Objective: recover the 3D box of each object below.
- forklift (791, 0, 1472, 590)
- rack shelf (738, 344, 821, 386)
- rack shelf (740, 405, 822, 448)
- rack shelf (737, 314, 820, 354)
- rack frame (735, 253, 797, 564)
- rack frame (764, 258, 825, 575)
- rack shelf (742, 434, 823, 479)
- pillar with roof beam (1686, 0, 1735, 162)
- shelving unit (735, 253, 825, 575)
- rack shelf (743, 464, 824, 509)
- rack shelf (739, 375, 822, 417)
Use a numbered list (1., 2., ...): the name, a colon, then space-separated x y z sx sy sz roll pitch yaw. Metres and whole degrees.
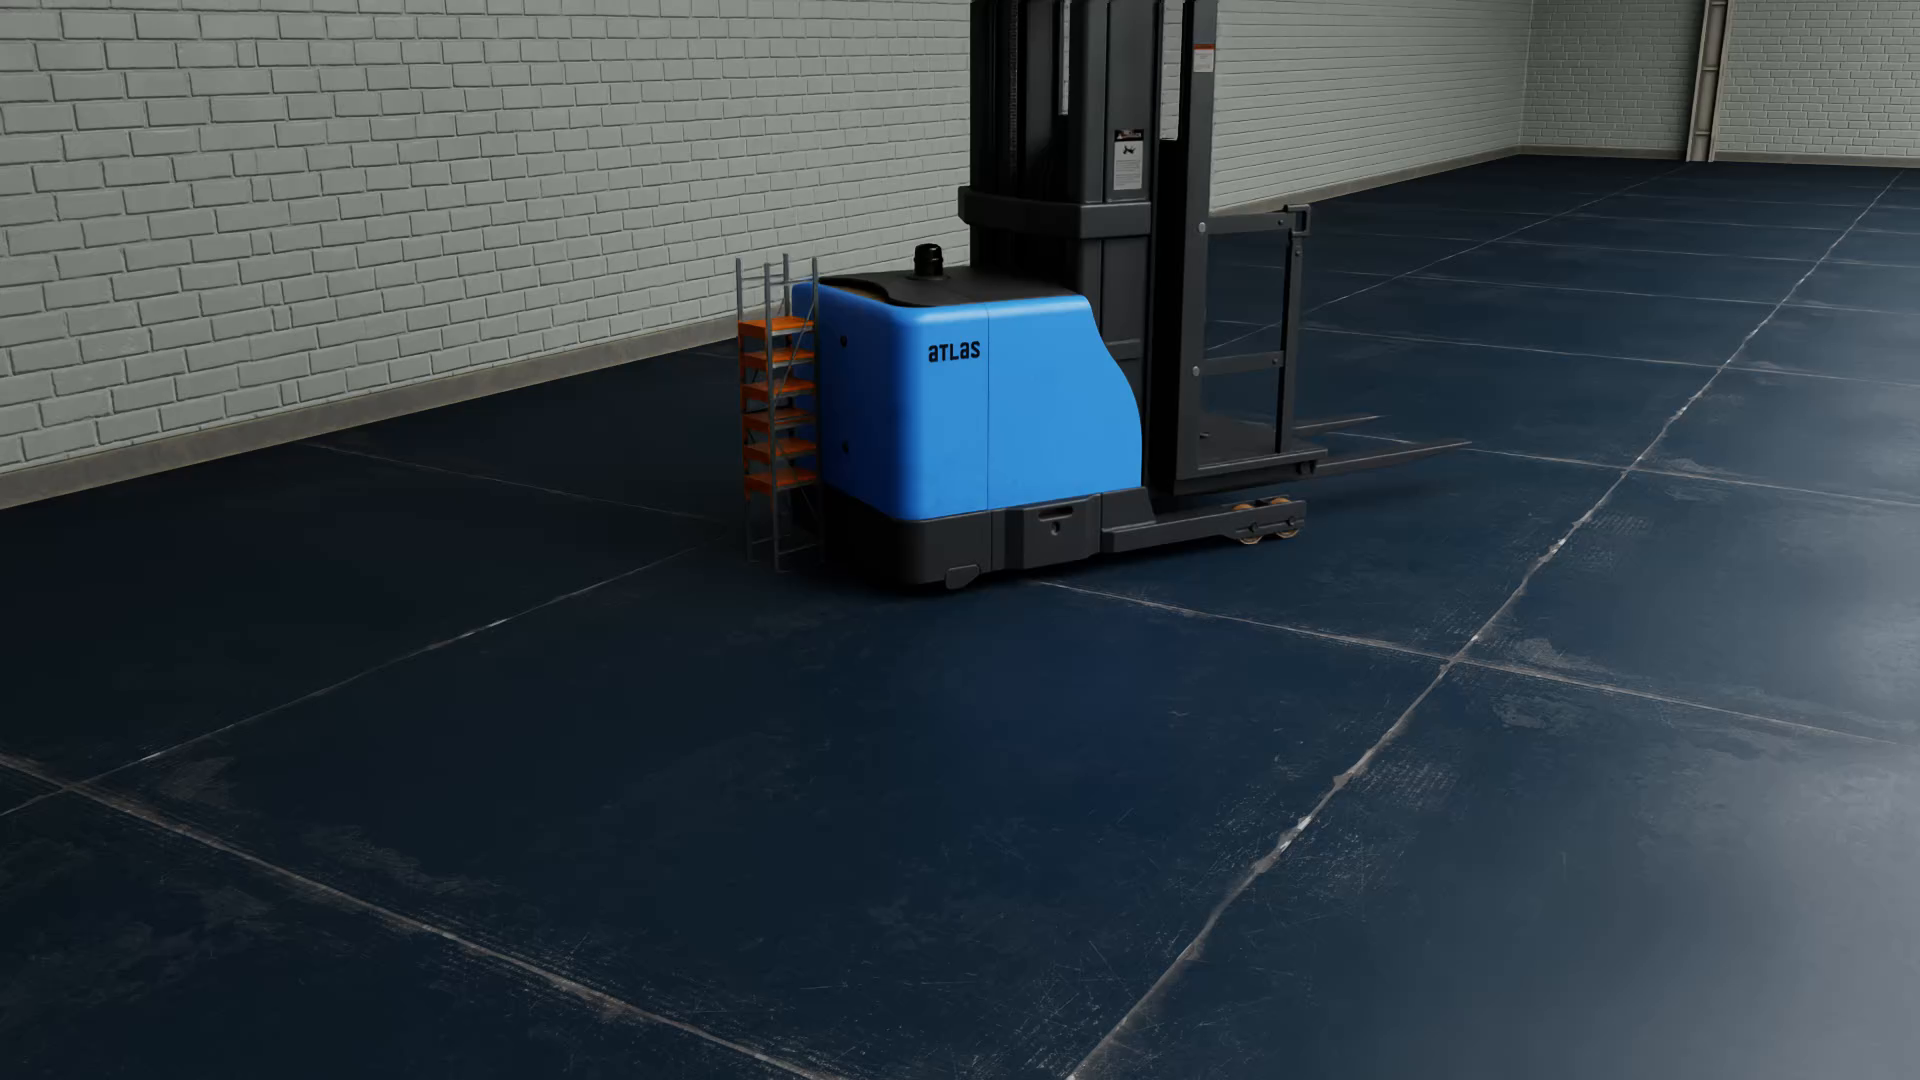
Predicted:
1. forklift: 0.855 -1.506 6.797 3.031 2.935 1.130 -9 19 -28
2. rack shelf: -0.688 -0.670 6.350 0.258 0.103 0.180 -15 22 -40
3. rack shelf: -0.688 -0.440 6.419 0.258 0.103 0.180 -15 22 -40
4. rack shelf: -0.688 -0.785 6.315 0.258 0.103 0.180 -15 22 -40
5. rack frame: -0.749 -0.503 6.472 0.240 1.200 0.006 -15 22 -40
6. rack frame: -0.627 -0.463 6.341 0.240 1.200 0.006 -15 22 -40
7. rack shelf: -0.688 -0.325 6.454 0.258 0.103 0.180 -15 22 -40
8. pillar with roof beam: 10.025 -9.531 22.777 0.400 9.000 9.100 10 20 30
9. shelving unit: -0.688 -0.483 6.406 0.258 1.200 0.189 -15 22 -40
10. rack shelf: -0.688 -0.211 6.489 0.258 0.103 0.180 -15 22 -40
11. rack shelf: -0.688 -0.555 6.384 0.258 0.103 0.180 -15 22 -40
